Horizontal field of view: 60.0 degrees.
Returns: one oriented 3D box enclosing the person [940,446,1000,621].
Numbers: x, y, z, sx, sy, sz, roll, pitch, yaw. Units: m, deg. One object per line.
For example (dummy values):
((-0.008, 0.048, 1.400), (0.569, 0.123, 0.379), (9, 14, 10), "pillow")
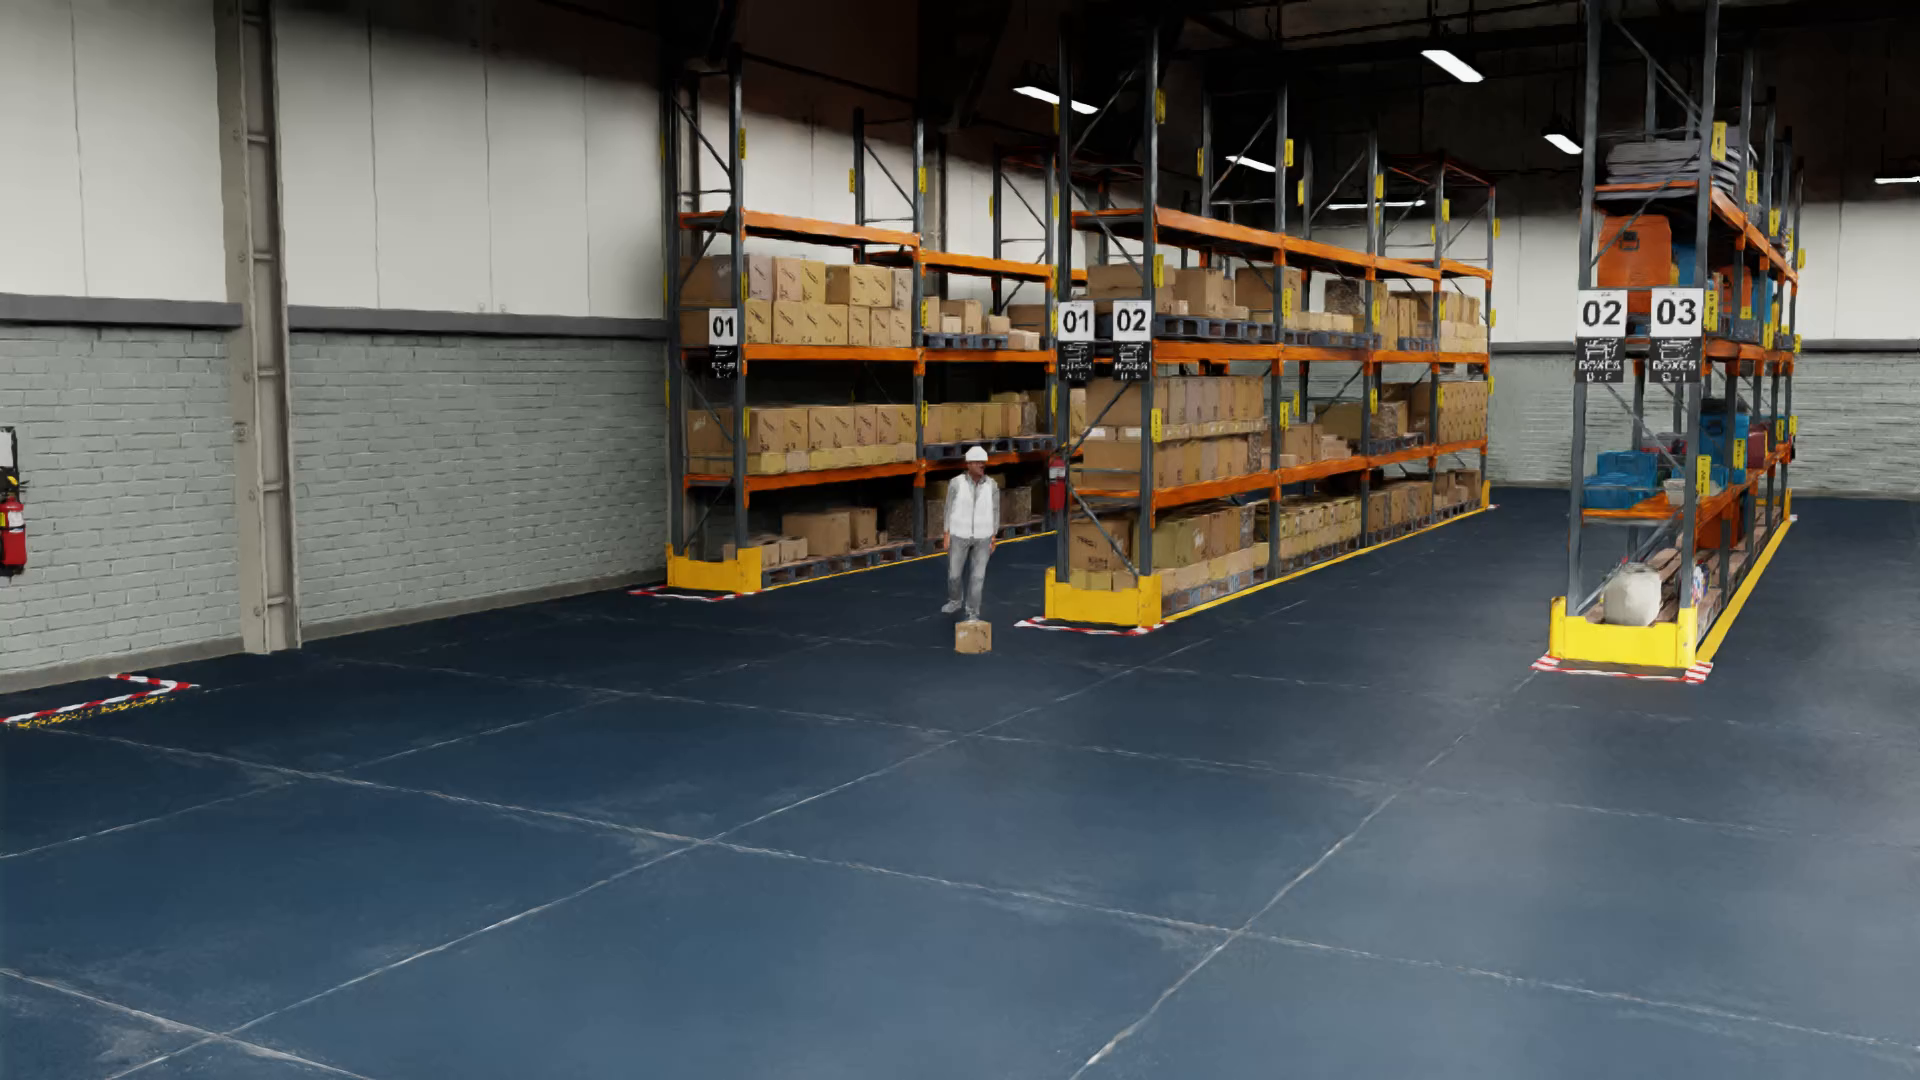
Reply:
((0.100, -0.051, 16.479), (0.586, 1.766, 0.558), (-1, 6, -6), "person")
